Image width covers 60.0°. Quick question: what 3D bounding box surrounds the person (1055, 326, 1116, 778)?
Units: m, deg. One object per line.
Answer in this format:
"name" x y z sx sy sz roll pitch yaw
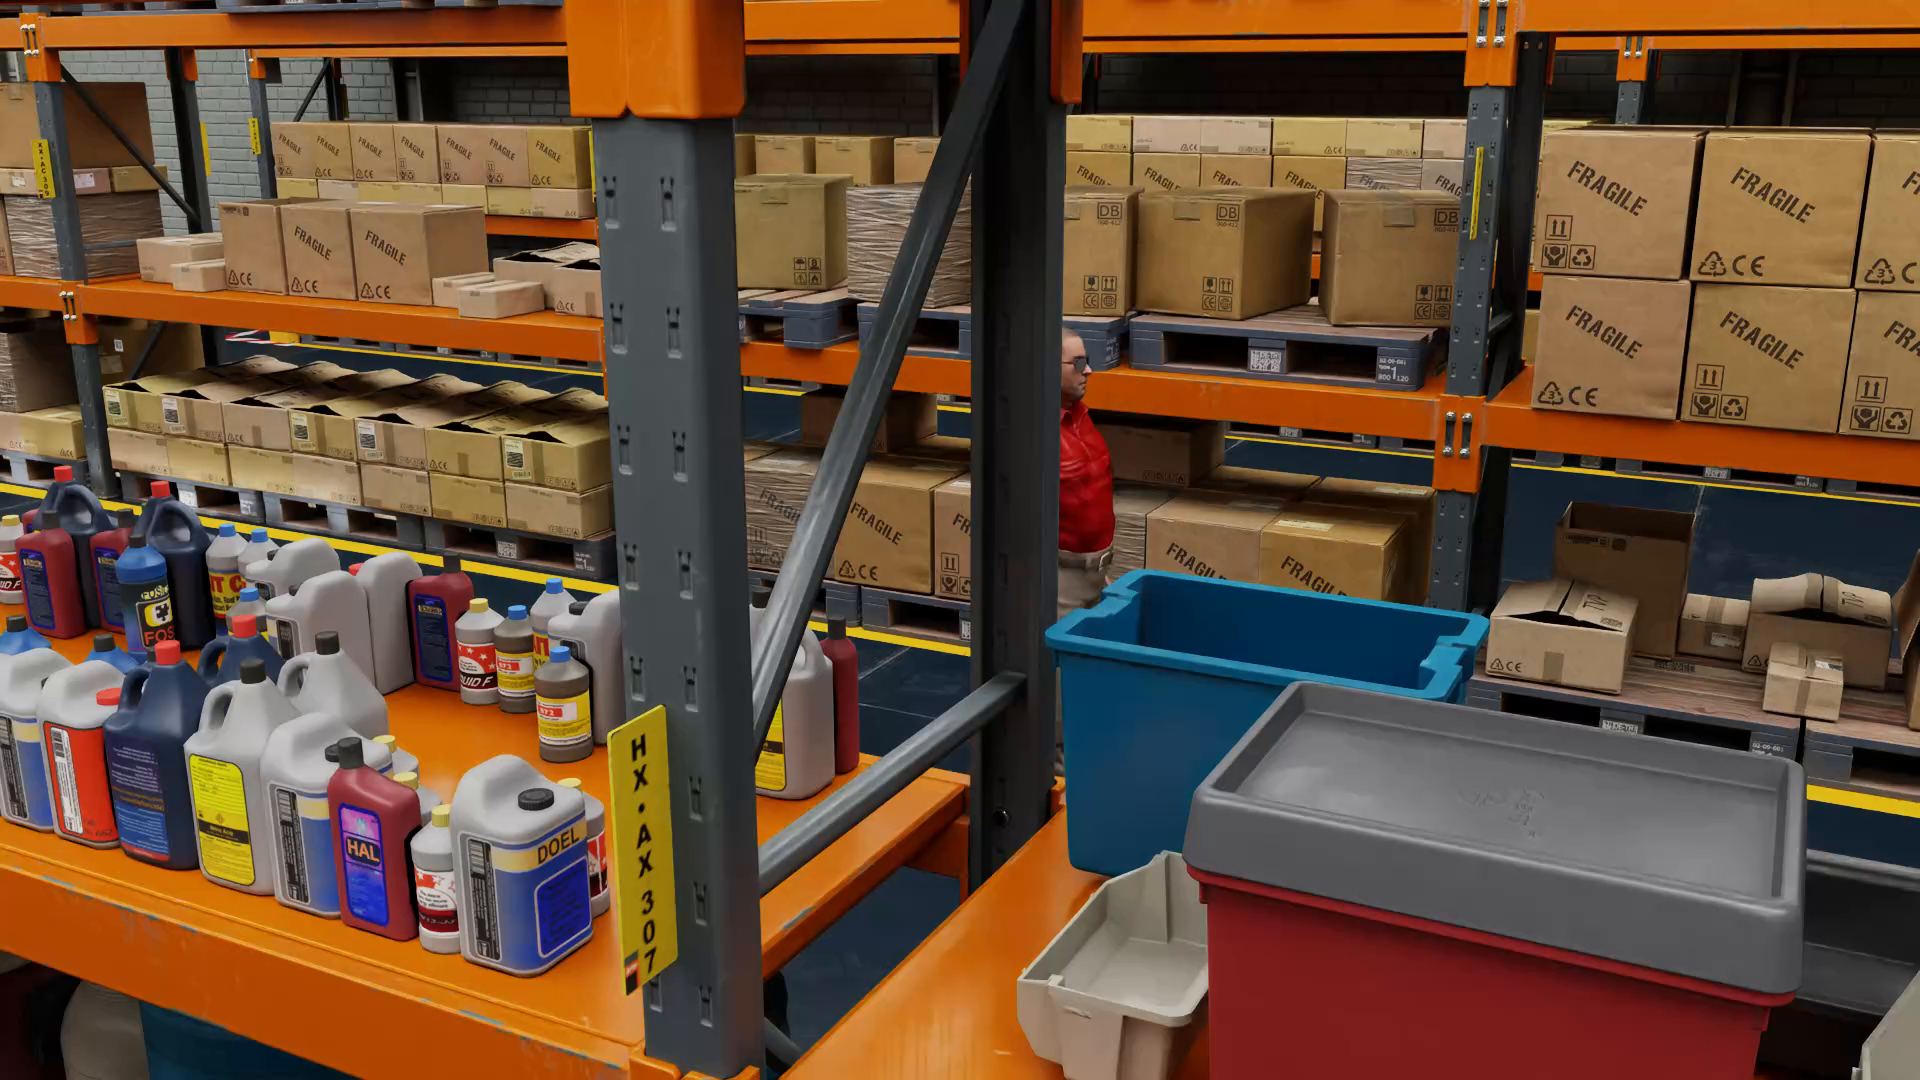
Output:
"person" 0.345 0.147 5.548 0.354 1.725 0.527 8 18 27
